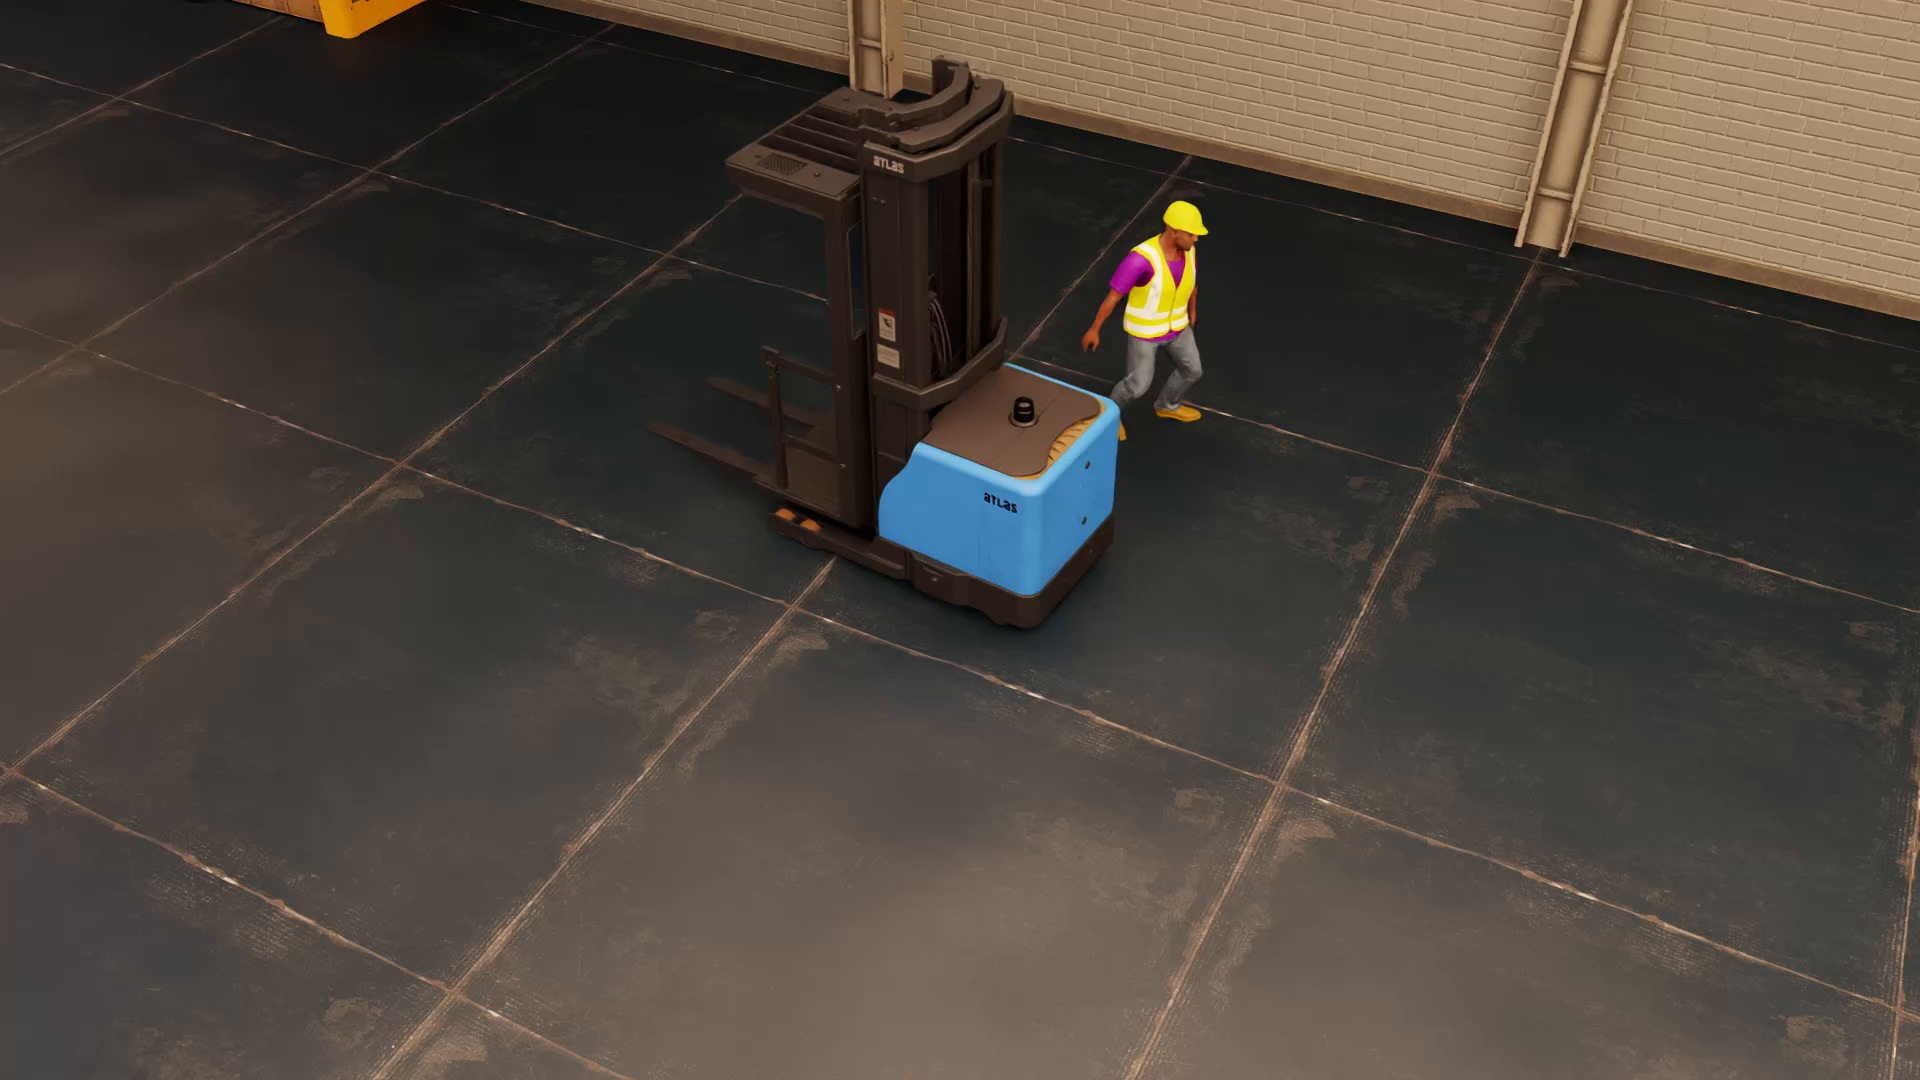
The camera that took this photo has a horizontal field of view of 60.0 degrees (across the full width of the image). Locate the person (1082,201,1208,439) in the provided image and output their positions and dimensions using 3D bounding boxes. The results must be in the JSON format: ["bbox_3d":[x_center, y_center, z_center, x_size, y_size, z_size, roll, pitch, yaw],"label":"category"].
[{"bbox_3d":[1.190,-1.370,10.610,0.888,1.728,0.497,-21,44,-23],"label":"person"}]

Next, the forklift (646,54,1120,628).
[{"bbox_3d":[-0.584,-1.343,9.581,3.031,2.935,1.130,22,45,24],"label":"forklift"}]
